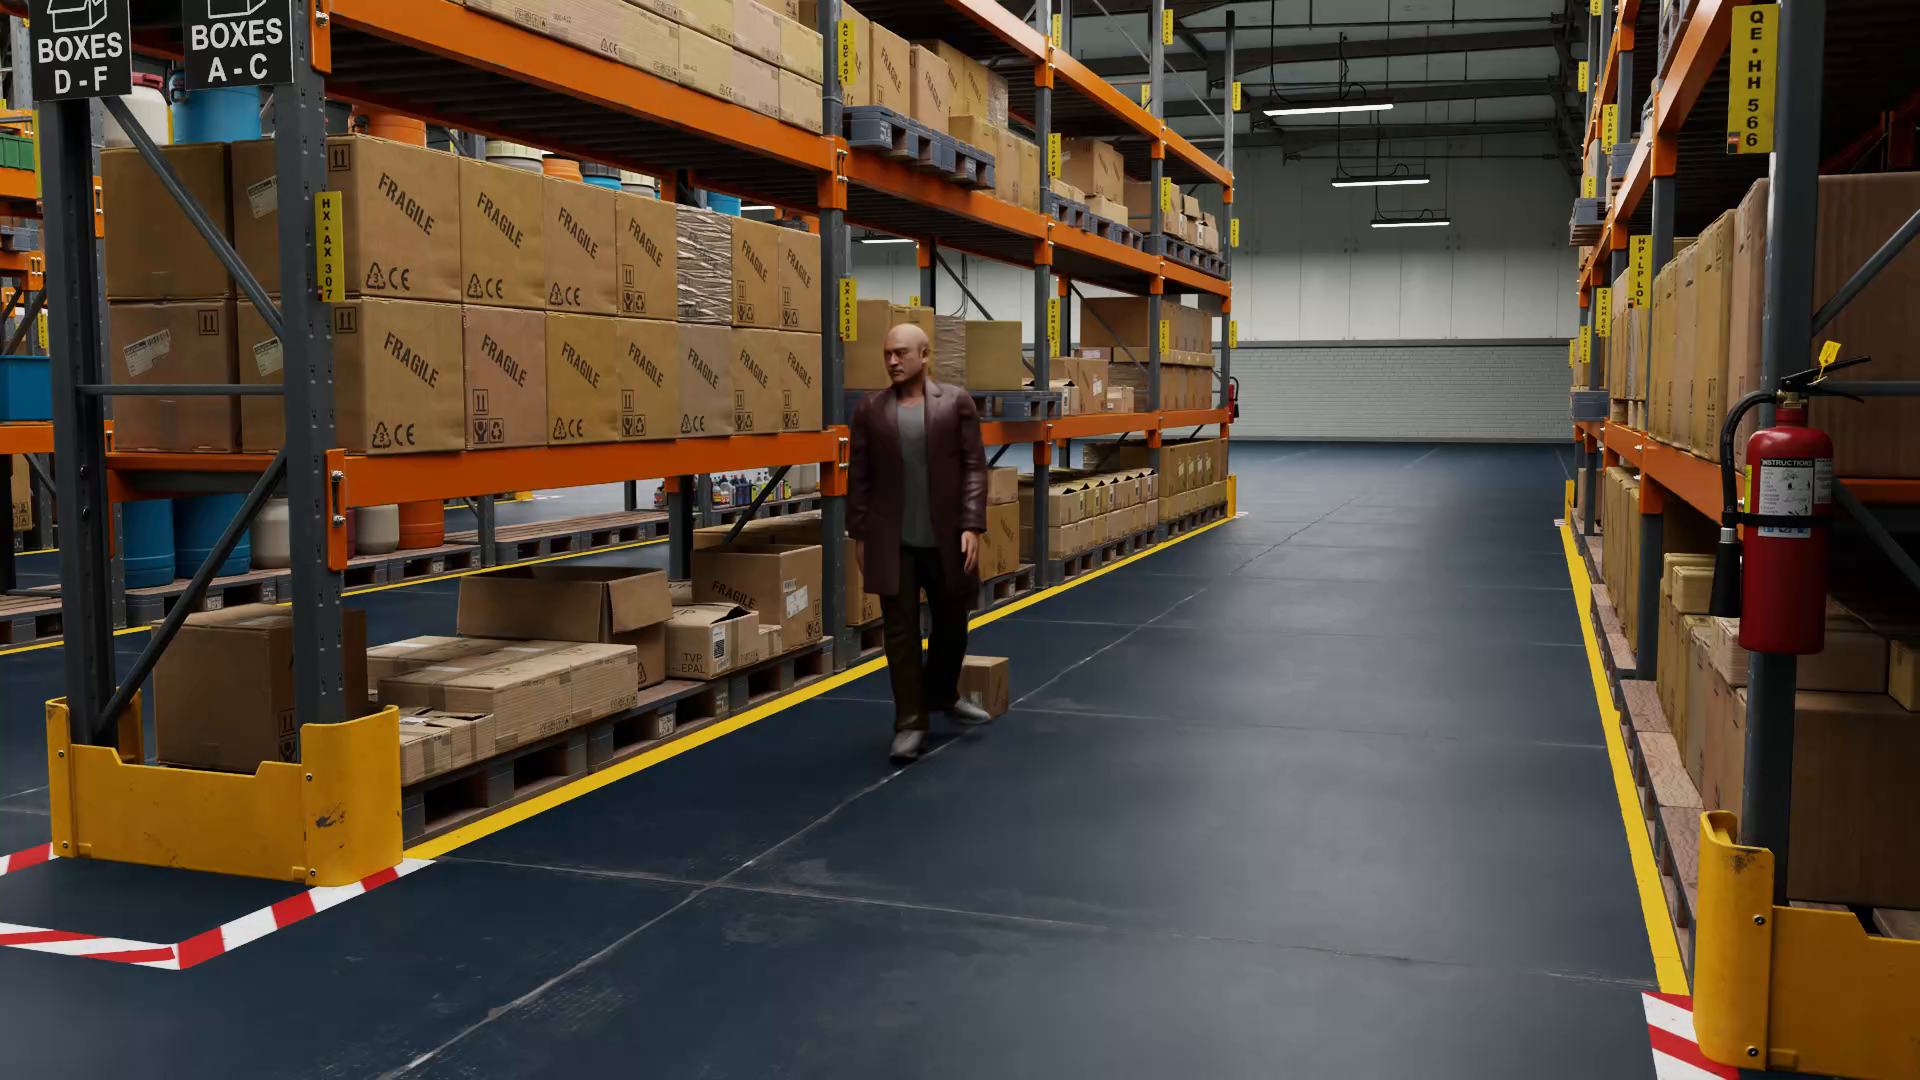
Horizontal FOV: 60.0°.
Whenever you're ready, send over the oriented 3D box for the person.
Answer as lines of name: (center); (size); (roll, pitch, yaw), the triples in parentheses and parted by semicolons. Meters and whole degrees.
person: (-0.165, -0.009, 6.975); (0.607, 1.774, 0.699); (0, 5, 0)
